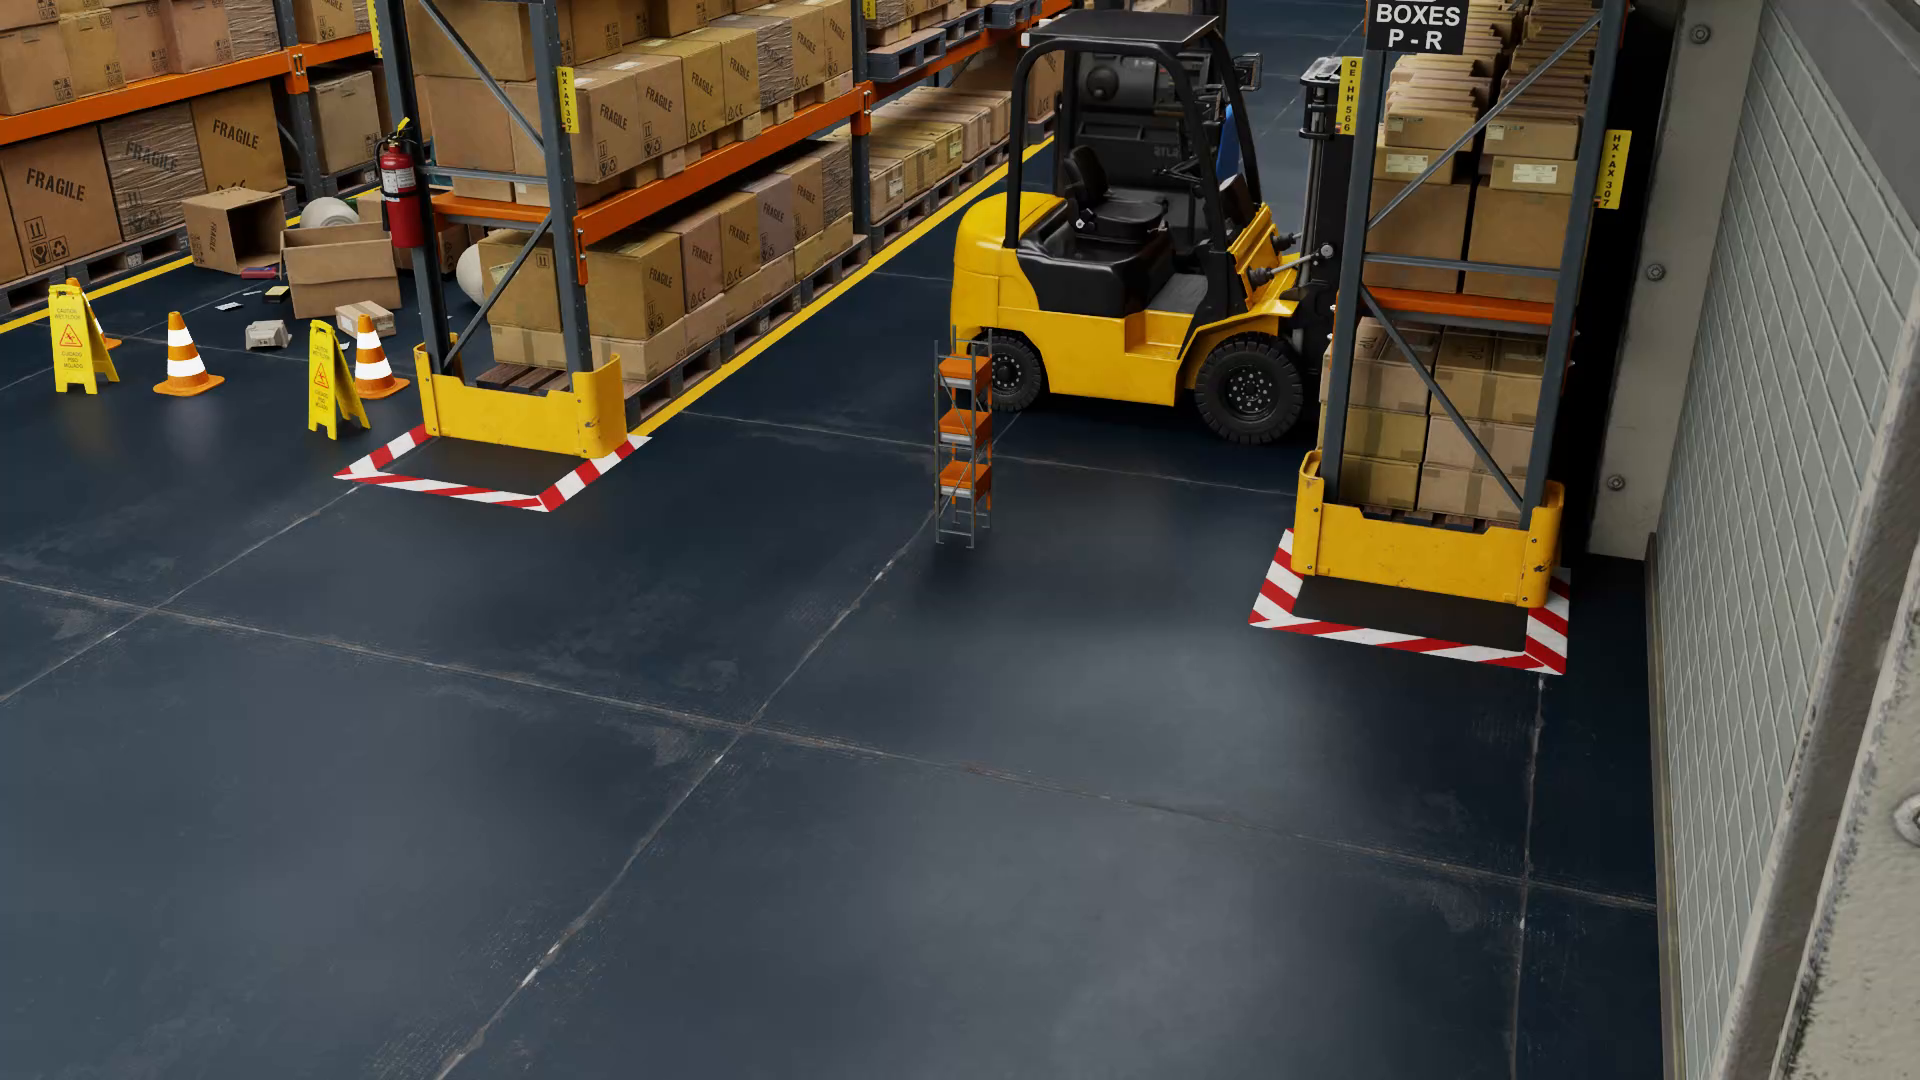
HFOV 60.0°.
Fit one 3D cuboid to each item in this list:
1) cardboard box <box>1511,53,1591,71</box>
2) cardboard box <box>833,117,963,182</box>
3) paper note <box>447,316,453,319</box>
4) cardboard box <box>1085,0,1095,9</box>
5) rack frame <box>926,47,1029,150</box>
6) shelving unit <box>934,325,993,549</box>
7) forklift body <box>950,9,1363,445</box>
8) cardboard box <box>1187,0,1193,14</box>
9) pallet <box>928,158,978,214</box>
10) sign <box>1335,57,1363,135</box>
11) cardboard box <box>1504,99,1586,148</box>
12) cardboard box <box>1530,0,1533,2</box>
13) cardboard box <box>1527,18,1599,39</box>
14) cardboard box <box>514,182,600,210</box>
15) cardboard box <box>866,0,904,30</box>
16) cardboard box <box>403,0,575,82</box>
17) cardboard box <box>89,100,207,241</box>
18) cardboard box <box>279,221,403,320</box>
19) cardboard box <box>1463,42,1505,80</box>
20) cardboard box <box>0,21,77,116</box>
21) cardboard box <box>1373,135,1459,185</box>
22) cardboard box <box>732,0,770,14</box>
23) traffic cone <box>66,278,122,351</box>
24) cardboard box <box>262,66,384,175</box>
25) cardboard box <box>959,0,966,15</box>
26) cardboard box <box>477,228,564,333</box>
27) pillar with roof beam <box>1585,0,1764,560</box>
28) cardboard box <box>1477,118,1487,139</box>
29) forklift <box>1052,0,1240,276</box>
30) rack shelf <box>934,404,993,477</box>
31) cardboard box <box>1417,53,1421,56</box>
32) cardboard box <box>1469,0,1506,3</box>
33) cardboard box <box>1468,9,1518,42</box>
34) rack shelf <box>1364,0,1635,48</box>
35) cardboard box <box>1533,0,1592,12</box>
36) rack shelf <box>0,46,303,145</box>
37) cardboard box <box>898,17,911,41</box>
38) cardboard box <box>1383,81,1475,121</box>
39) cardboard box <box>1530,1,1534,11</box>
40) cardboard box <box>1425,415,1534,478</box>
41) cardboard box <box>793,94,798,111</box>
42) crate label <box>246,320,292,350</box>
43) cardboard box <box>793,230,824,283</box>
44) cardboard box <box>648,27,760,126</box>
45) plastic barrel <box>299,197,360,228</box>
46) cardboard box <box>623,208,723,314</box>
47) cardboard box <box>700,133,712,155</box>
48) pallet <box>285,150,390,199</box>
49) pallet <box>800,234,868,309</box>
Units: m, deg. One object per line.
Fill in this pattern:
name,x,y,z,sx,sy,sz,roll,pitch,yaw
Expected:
cardboard box,3.040,-2.404,8.574,0.380,0.149,0.250,9,27,18
cardboard box,-0.528,-3.361,14.284,0.950,0.372,0.625,10,27,19
paper note,-3.516,-1.510,11.357,0.032,0.001,0.123,9,27,17
cardboard box,1.072,-5.439,17.997,0.875,0.875,0.875,10,27,19
rack frame,0.165,-5.201,15.550,1.000,3.000,0.127,9,27,17
shelving unit,0.018,-0.495,8.067,0.215,1.050,0.252,9,27,17
forklift body,1.095,-1.857,9.617,2.313,2.155,1.214,9,27,17
cardboard box,2.702,-7.239,22.217,0.875,0.438,0.875,8,27,16
pallet,-0.504,-3.125,14.463,1.003,0.211,1.213,9,27,17
sign,1.678,-1.907,7.147,0.100,0.325,0.005,9,27,17
cardboard box,2.645,-1.873,7.476,0.380,0.149,0.250,10,27,19
cardboard box,4.301,-4.288,13.262,0.500,0.250,0.500,10,27,19
cardboard box,3.497,-2.927,9.653,0.380,0.149,0.250,8,27,17
cardboard box,-2.189,-1.910,9.041,0.380,0.149,0.250,9,27,18
cardboard box,-0.740,-4.076,12.289,0.500,0.500,0.500,9,27,19
cardboard box,-2.533,-2.784,8.954,0.700,0.500,0.500,8,27,16
cardboard box,-6.439,-2.847,12.644,0.875,0.875,0.875,9,27,18
cardboard box,-4.300,-1.879,11.553,0.797,0.503,0.637,-9,27,-18
cardboard box,2.710,-2.576,8.928,0.380,0.149,0.250,9,27,18
cardboard box,-6.651,-3.257,11.363,0.875,0.550,0.550,9,27,17
cardboard box,2.036,-1.715,7.491,0.380,0.149,0.250,9,27,18
cardboard box,-1.708,-3.830,11.115,0.700,0.500,0.500,9,27,18
traffic cone,-5.683,-1.460,10.735,0.336,0.463,0.334,9,27,17
cardboard box,-5.746,-3.678,14.504,1.050,0.750,0.750,9,27,17
cardboard box,-0.163,-4.460,13.826,0.380,0.149,0.250,8,27,16
cardboard box,-2.477,-1.569,9.862,0.500,0.500,0.500,9,27,18
pillar with roof beam,-0.793,-4.675,7.579,9.100,9.000,0.400,9,27,17
cardboard box,2.452,-1.903,8.623,0.500,0.500,0.500,8,27,16
forklift,1.237,-3.246,11.591,1.130,2.935,3.031,9,27,17
rack shelf,0.018,-0.485,8.071,0.215,0.259,0.240,9,27,17
cardboard box,2.776,-2.667,9.457,0.380,0.149,0.250,8,27,17
cardboard box,3.583,-3.677,11.544,0.380,0.149,0.250,8,27,16
cardboard box,3.145,-3.099,10.007,0.380,0.149,0.250,9,27,18
rack shelf,2.850,-3.043,8.477,1.077,0.370,4.000,9,27,17
cardboard box,4.123,-3.602,11.389,0.380,0.149,0.250,8,27,17
rack shelf,-6.533,-3.088,12.011,1.077,0.370,4.000,9,27,17
cardboard box,-0.593,-3.916,12.702,0.380,0.149,0.250,9,27,18
cardboard box,2.220,-2.061,7.864,0.380,0.149,0.250,9,27,19
cardboard box,4.447,-3.794,12.242,0.500,0.250,0.500,8,27,16
cardboard box,2.537,-0.535,8.012,0.500,0.250,0.500,9,27,18
cardboard box,-1.319,-2.968,11.227,0.380,0.149,0.250,8,27,17
crate label,-4.527,-1.342,10.865,0.250,0.136,0.298,-5,26,-9
cardboard box,-1.277,-2.006,11.625,0.500,0.250,0.500,8,27,16
cardboard box,-1.579,-2.880,10.300,0.500,0.500,0.500,8,27,16
plastic barrel,-4.799,-2.385,12.691,0.421,0.421,0.512,-14,29,-27
cardboard box,-1.791,-1.719,10.171,0.500,0.500,0.500,8,27,16
cardboard box,-1.740,-2.439,10.134,0.380,0.149,0.250,10,27,19
pallet,-5.682,-3.306,14.837,1.003,0.211,1.213,9,27,17
pallet,-1.356,-2.021,12.182,1.003,0.211,1.213,9,27,17
